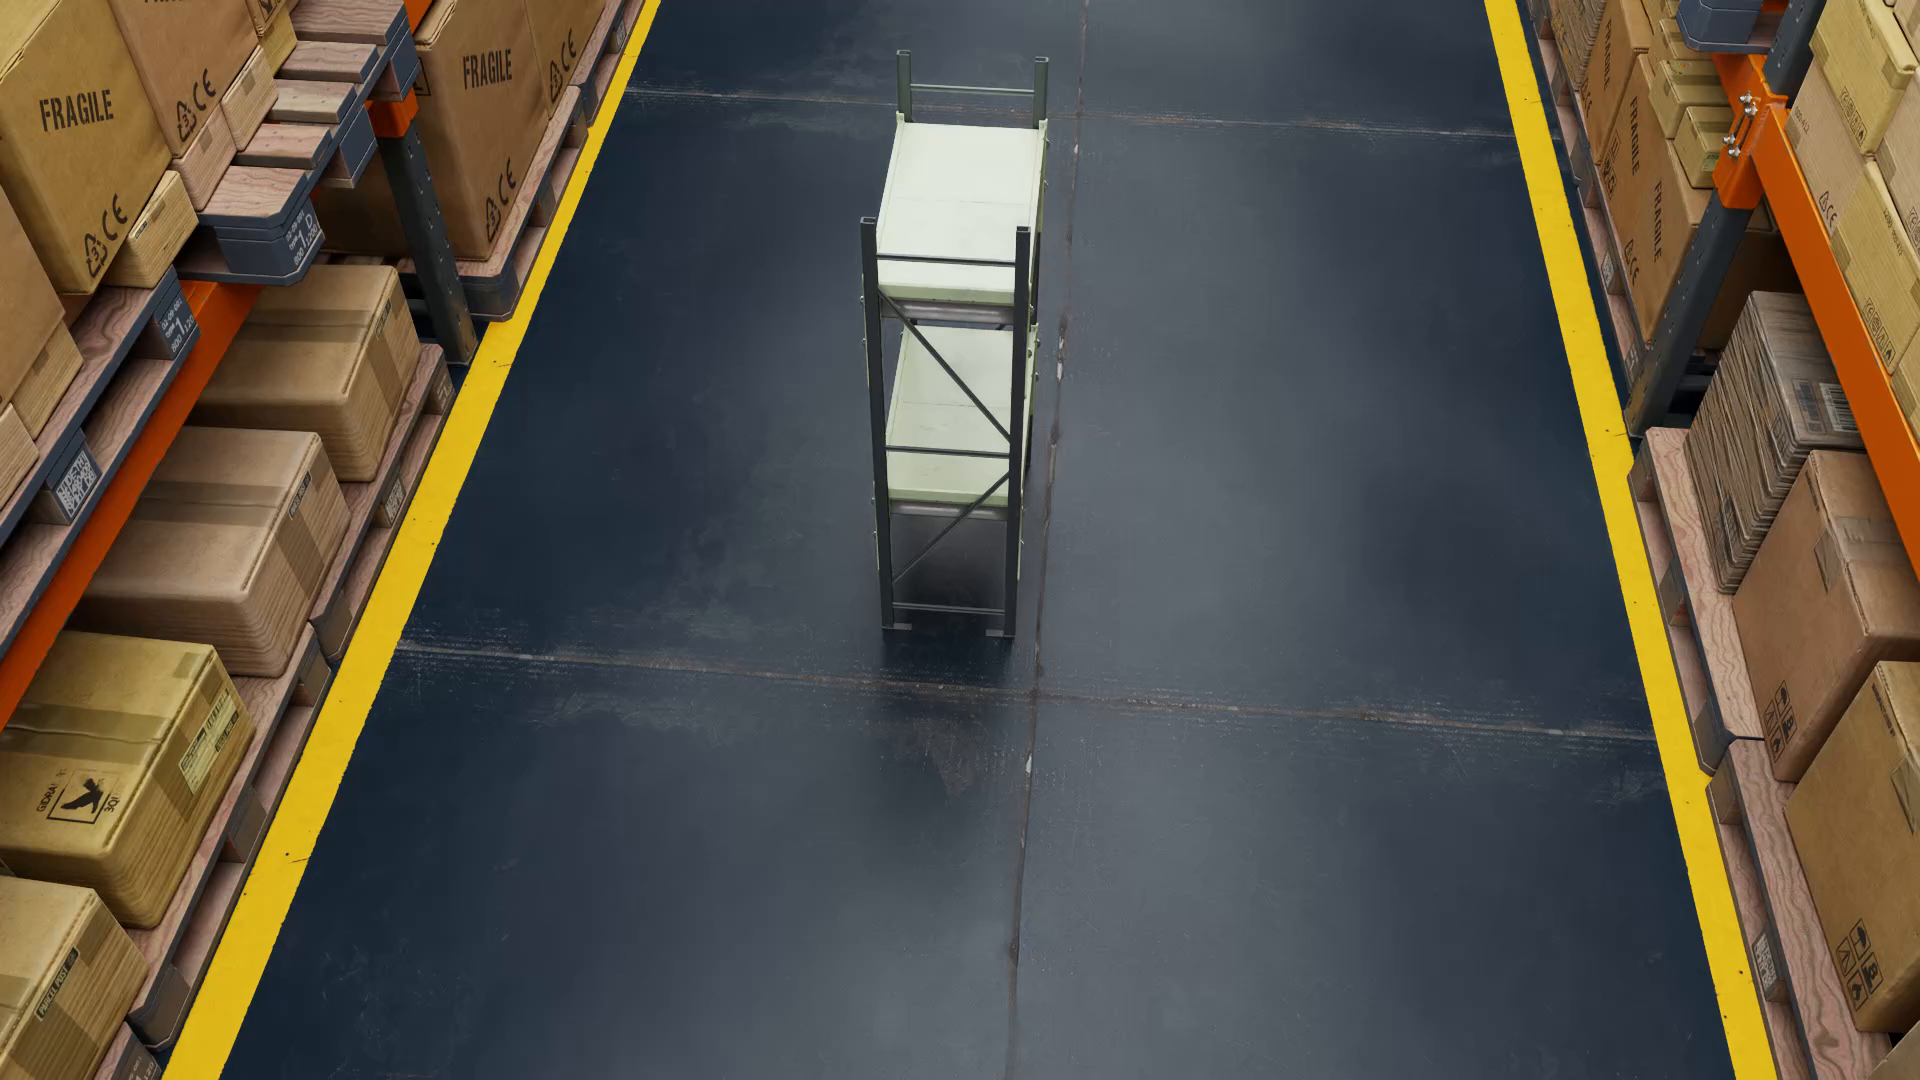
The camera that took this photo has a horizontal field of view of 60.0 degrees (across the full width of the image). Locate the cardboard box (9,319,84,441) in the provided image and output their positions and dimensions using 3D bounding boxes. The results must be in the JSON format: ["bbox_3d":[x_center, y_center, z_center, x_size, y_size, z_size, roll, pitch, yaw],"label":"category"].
[{"bbox_3d":[-2.062,-0.348,3.421,0.380,0.149,0.250,2,48,2],"label":"cardboard box"}]

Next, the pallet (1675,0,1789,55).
[{"bbox_3d":[2.731,-1.798,4.992,1.213,0.211,1.003,4,48,4],"label":"pallet"}]

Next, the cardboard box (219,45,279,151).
[{"bbox_3d":[-1.931,-1.102,4.110,0.380,0.149,0.250,4,48,3],"label":"cardboard box"}]

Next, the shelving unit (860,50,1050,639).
[{"bbox_3d":[-0.001,-0.501,4.692,0.431,1.500,0.755,4,48,4],"label":"shelving unit"}]

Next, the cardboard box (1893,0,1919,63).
[{"bbox_3d":[2.393,-1.202,3.810,0.380,0.149,0.250,5,48,4],"label":"cardboard box"}]

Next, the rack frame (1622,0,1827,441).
[{"bbox_3d":[2.739,-1.360,4.461,1.000,3.000,0.127,4,48,4],"label":"rack frame"}]

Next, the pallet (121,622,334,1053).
[{"bbox_3d":[-2.391,0.718,4.450,1.003,0.211,1.213,4,48,4],"label":"pallet"}]

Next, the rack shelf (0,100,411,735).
[{"bbox_3d":[-2.387,0.021,3.686,1.077,0.370,4.000,4,48,4],"label":"rack shelf"}]

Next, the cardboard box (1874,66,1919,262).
[{"bbox_3d":[2.408,-0.801,3.713,0.500,0.250,0.500,5,48,5],"label":"cardboard box"}]

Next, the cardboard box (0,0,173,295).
[{"bbox_3d":[-2.050,-0.863,3.453,0.500,0.500,0.500,1,48,1],"label":"cardboard box"}]

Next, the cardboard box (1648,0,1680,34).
[{"bbox_3d":[2.663,-1.841,5.871,0.380,0.149,0.250,5,48,5],"label":"cardboard box"}]

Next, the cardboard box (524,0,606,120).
[{"bbox_3d":[-1.973,-2.273,6.452,0.875,0.875,0.875,4,48,4],"label":"cardboard box"}]

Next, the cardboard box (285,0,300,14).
[{"bbox_3d":[-2.000,-1.492,4.467,0.380,0.149,0.250,5,48,5],"label":"cardboard box"}]

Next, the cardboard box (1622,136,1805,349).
[{"bbox_3d":[2.563,-0.984,5.526,0.500,0.500,0.500,5,48,5],"label":"cardboard box"}]

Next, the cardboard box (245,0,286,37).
[{"bbox_3d":[-1.969,-1.615,4.140,0.500,0.500,0.500,3,48,2],"label":"cardboard box"}]

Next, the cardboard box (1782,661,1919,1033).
[{"bbox_3d":[2.556,0.732,3.872,0.875,0.625,0.625,2,48,2],"label":"cardboard box"}]

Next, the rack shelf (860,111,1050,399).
[{"bbox_3d":[-0.001,-0.765,4.404,0.431,0.370,0.720,4,48,4],"label":"rack shelf"}]

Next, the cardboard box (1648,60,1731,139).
[{"bbox_3d":[2.526,-1.460,5.522,0.380,0.149,0.250,2,48,2],"label":"cardboard box"}]

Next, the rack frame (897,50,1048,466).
[{"bbox_3d":[0.033,-0.770,4.938,0.400,1.500,0.023,4,48,4],"label":"rack frame"}]

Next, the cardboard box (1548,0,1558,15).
[{"bbox_3d":[2.747,-2.499,6.912,0.500,0.500,0.500,3,48,2],"label":"cardboard box"}]

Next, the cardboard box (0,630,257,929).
[{"bbox_3d":[-2.400,0.568,4.194,0.950,0.372,0.625,5,48,5],"label":"cardboard box"}]

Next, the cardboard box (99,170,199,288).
[{"bbox_3d":[-1.973,-0.714,3.756,0.380,0.149,0.250,5,48,4],"label":"cardboard box"}]

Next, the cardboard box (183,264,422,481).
[{"bbox_3d":[-2.266,-0.532,5.200,0.950,0.372,0.625,1,48,1],"label":"cardboard box"}]

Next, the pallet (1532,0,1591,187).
[{"bbox_3d":[2.958,-1.859,6.808,1.003,0.211,1.213,4,48,4],"label":"pallet"}]

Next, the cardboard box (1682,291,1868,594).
[{"bbox_3d":[2.668,-0.243,4.764,0.875,0.625,0.625,5,48,5],"label":"cardboard box"}]

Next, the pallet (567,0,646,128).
[{"bbox_3d":[-1.944,-2.219,7.136,1.003,0.211,1.213,4,48,4],"label":"pallet"}]

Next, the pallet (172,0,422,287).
[{"bbox_3d":[-2.163,-1.096,4.350,1.213,0.211,1.003,4,48,4],"label":"pallet"}]

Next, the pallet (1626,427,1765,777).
[{"bbox_3d":[2.625,0.183,4.940,1.003,0.211,1.213,4,48,4],"label":"pallet"}]

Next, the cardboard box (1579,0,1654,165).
[{"bbox_3d":[2.664,-1.735,6.214,0.500,0.500,0.500,6,48,5],"label":"cardboard box"}]

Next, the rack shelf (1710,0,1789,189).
[{"bbox_3d":[2.921,-2.587,6.071,1.077,0.370,4.000,4,48,4],"label":"rack shelf"}]

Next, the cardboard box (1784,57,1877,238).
[{"bbox_3d":[2.455,-1.000,4.234,0.500,0.250,0.500,4,48,4],"label":"cardboard box"}]

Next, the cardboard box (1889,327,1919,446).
[{"bbox_3d":[2.364,-0.252,3.549,0.500,0.250,0.500,2,48,2],"label":"cardboard box"}]
